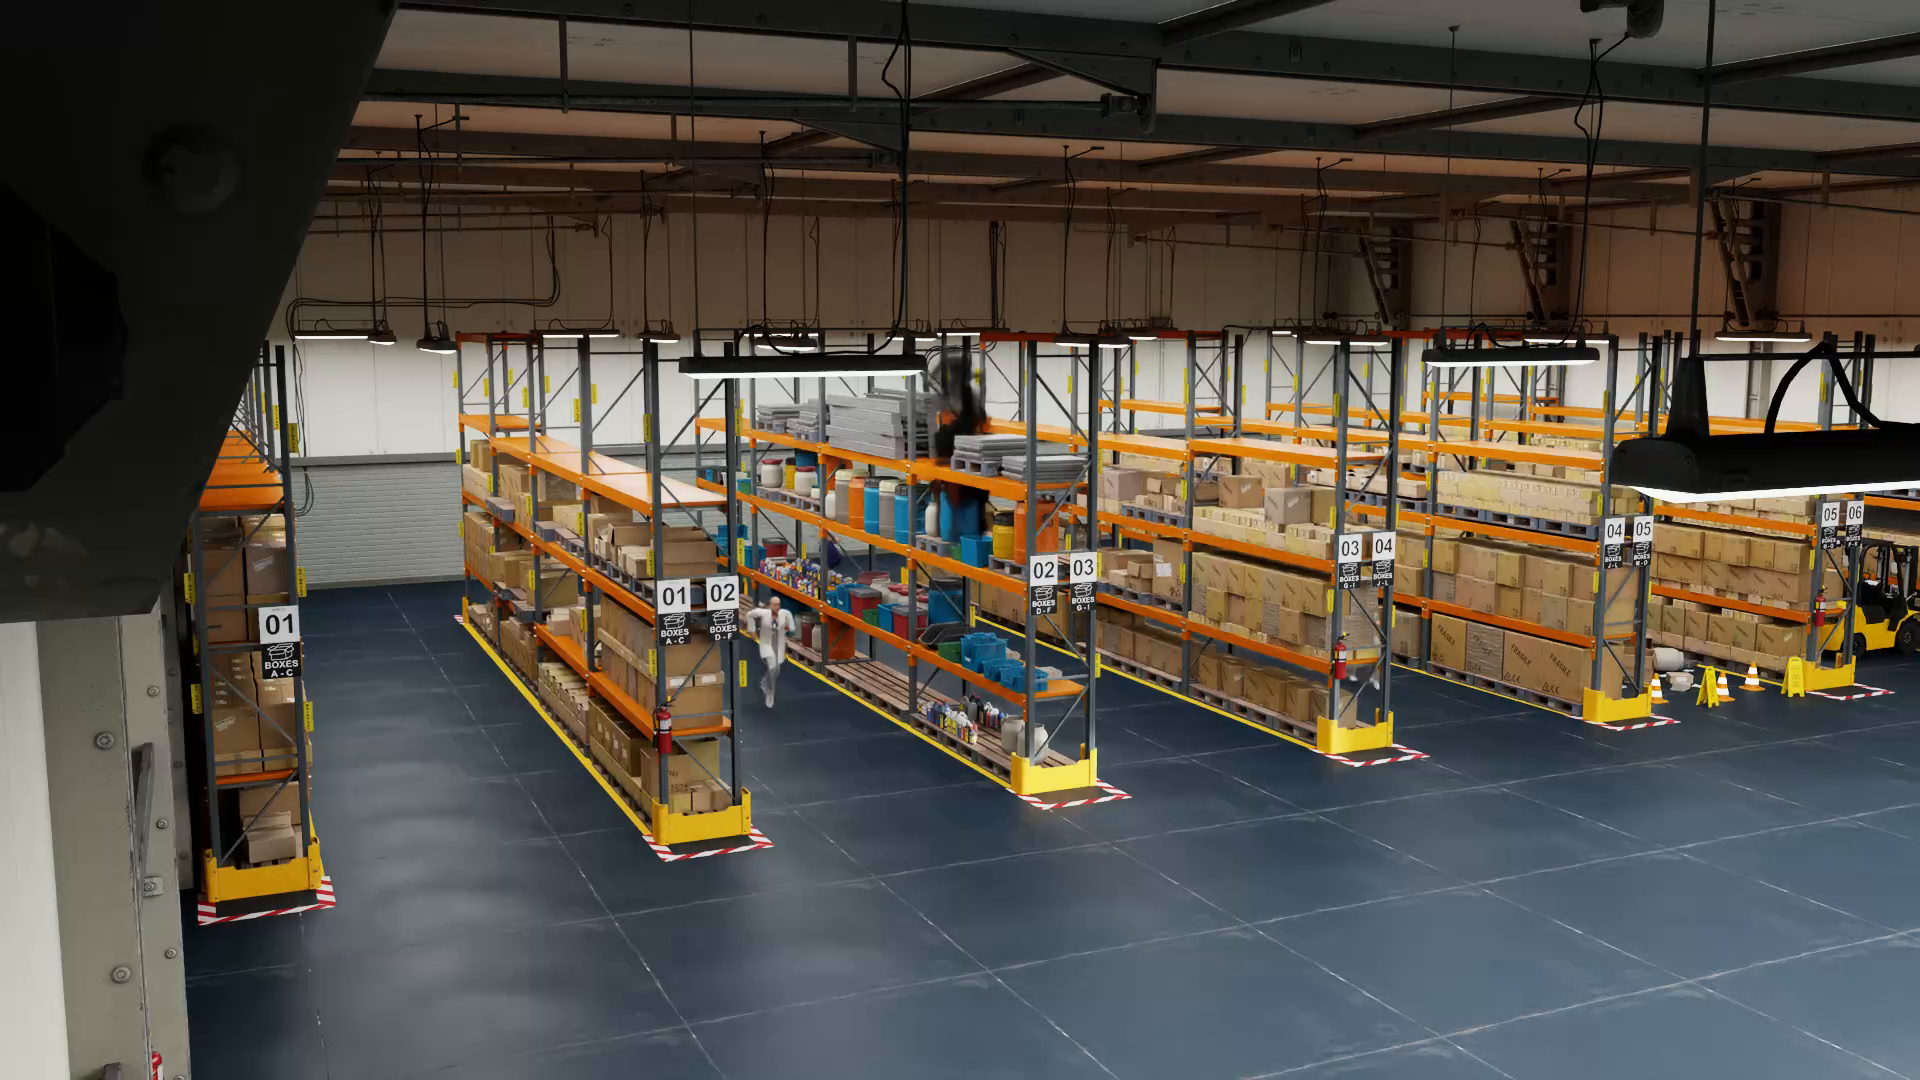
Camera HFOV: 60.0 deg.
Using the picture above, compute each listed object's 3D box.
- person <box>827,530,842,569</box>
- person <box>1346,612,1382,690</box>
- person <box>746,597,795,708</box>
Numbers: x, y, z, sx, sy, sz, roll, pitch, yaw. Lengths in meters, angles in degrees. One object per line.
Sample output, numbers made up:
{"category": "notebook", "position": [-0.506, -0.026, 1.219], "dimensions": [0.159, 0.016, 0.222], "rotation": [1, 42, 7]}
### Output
{"category": "person", "position": [-3.096, 0.180, 39.721], "dimensions": [0.577, 1.609, 0.593], "rotation": [0, 8, 2]}
{"category": "person", "position": [6.933, 1.682, 28.462], "dimensions": [0.587, 1.700, 0.836], "rotation": [-5, 9, -35]}
{"category": "person", "position": [-3.008, 1.762, 26.515], "dimensions": [0.691, 1.799, 0.996], "rotation": [-4, 9, -27]}
